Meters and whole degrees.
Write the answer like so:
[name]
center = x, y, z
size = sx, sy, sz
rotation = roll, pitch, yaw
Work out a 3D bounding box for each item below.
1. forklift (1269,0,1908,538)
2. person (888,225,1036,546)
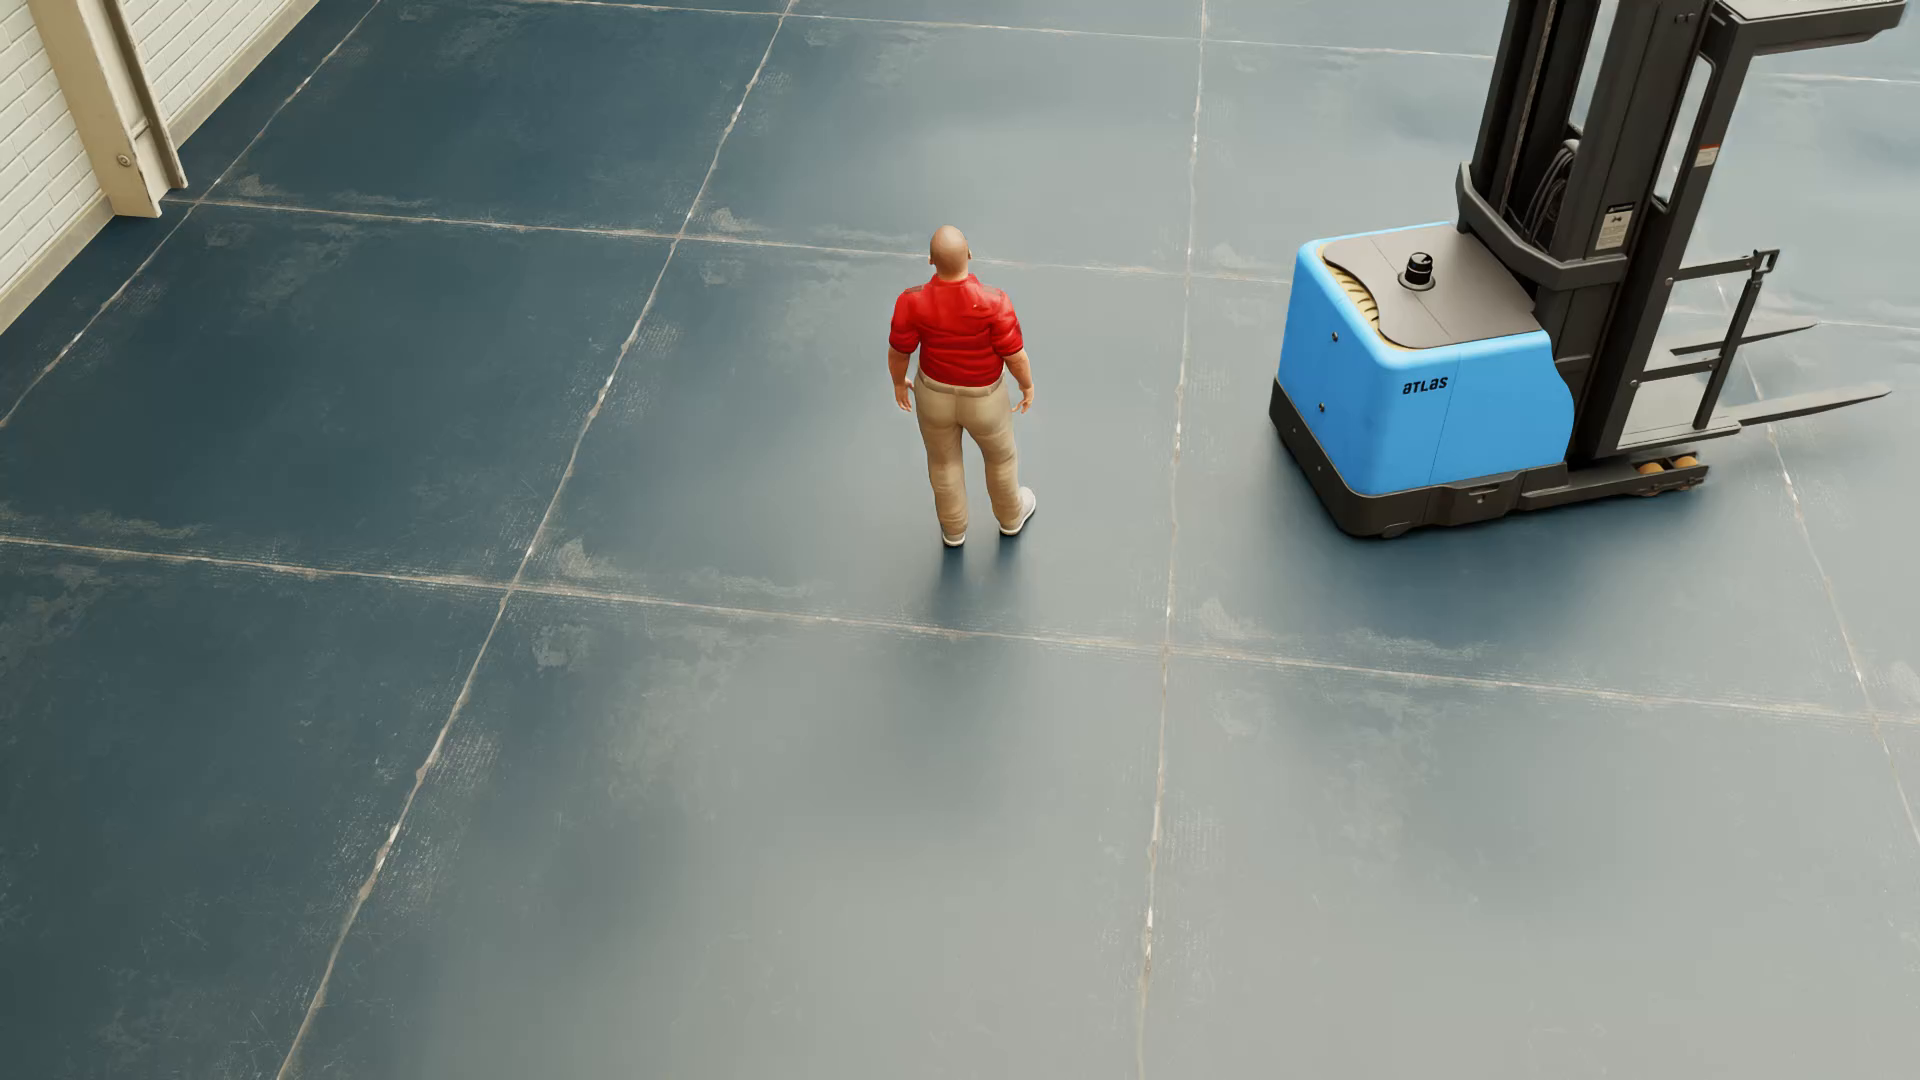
[forklift]
center = 3.150, -1.630, 7.498
size = 3.031, 2.935, 1.130
rotation = -10, 43, -11
[person]
center = 0.024, -0.701, 7.366
size = 0.640, 1.727, 0.551
rotation = 5, 43, 6
